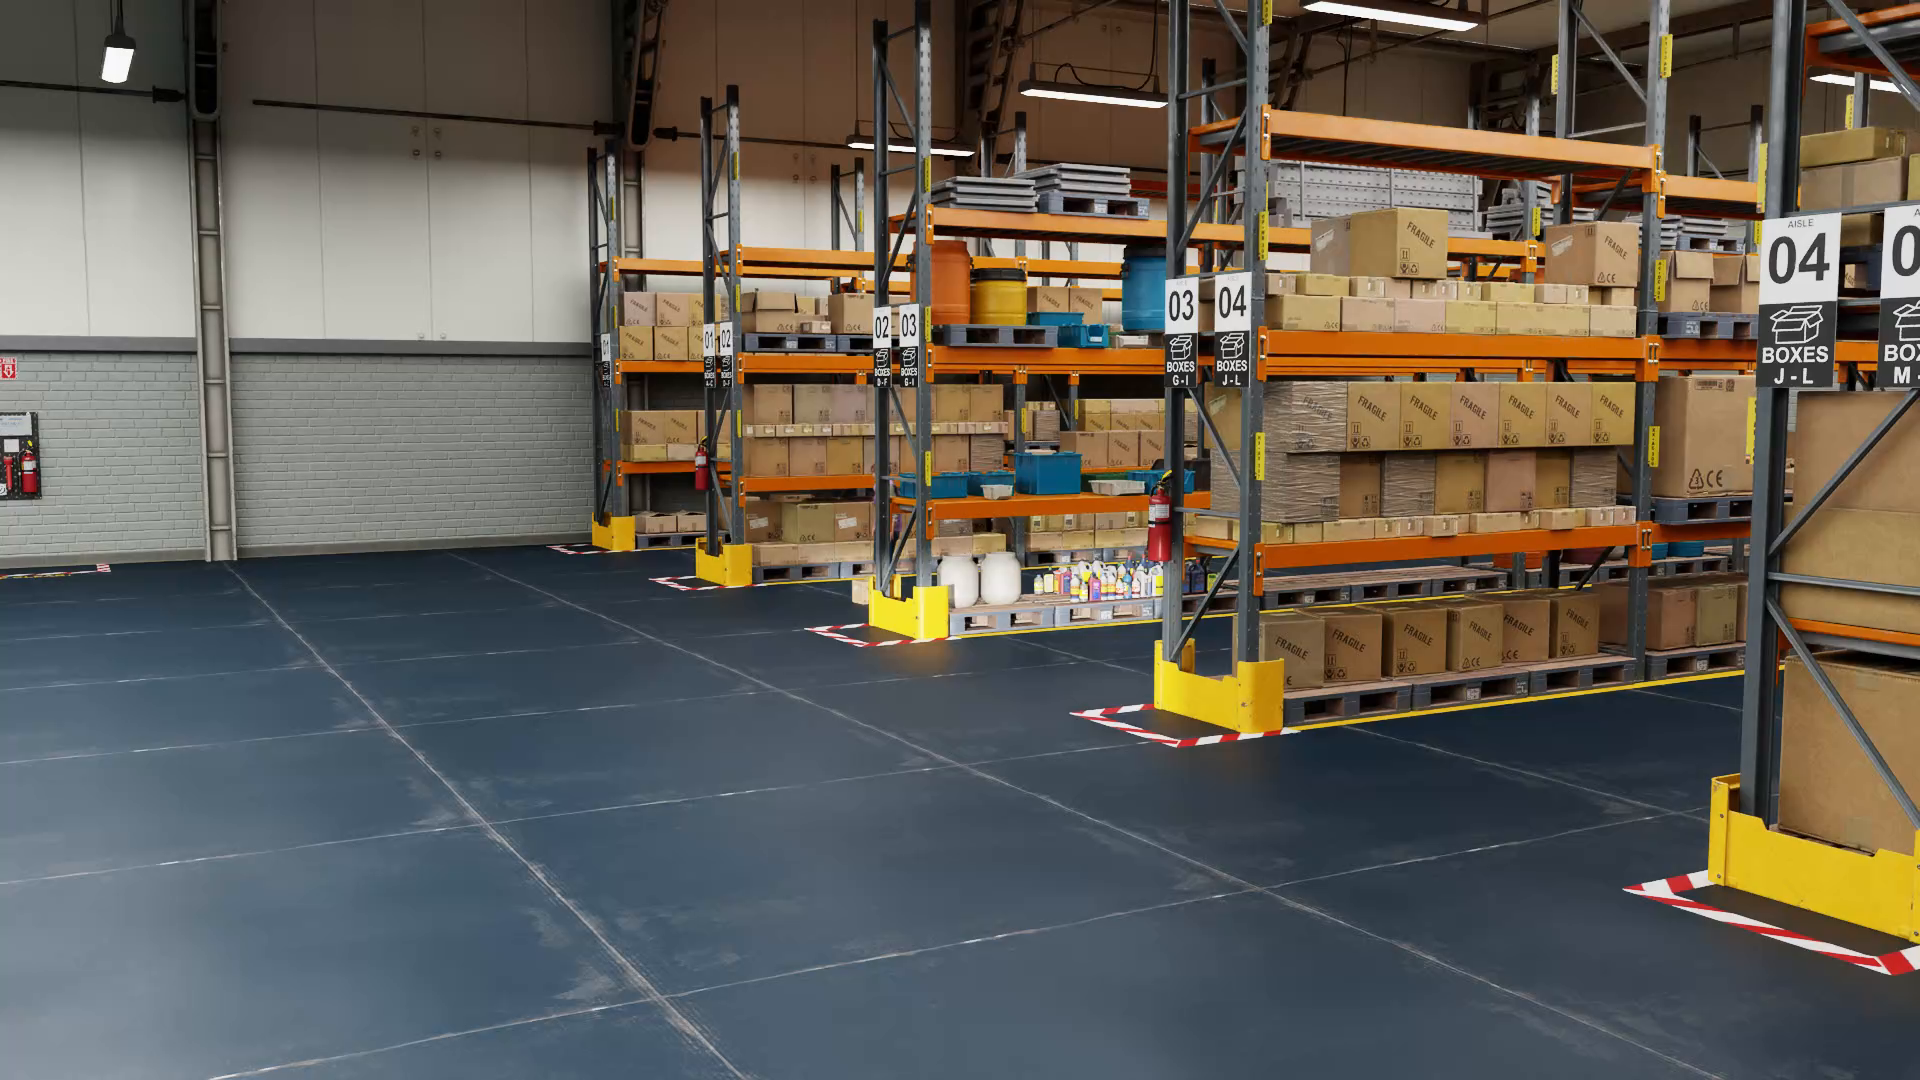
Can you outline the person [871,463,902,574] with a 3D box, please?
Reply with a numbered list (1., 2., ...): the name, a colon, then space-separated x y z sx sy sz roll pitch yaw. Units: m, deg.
1. person: -0.844 -0.101 18.746 0.350 1.593 0.467 -3 6 -29
